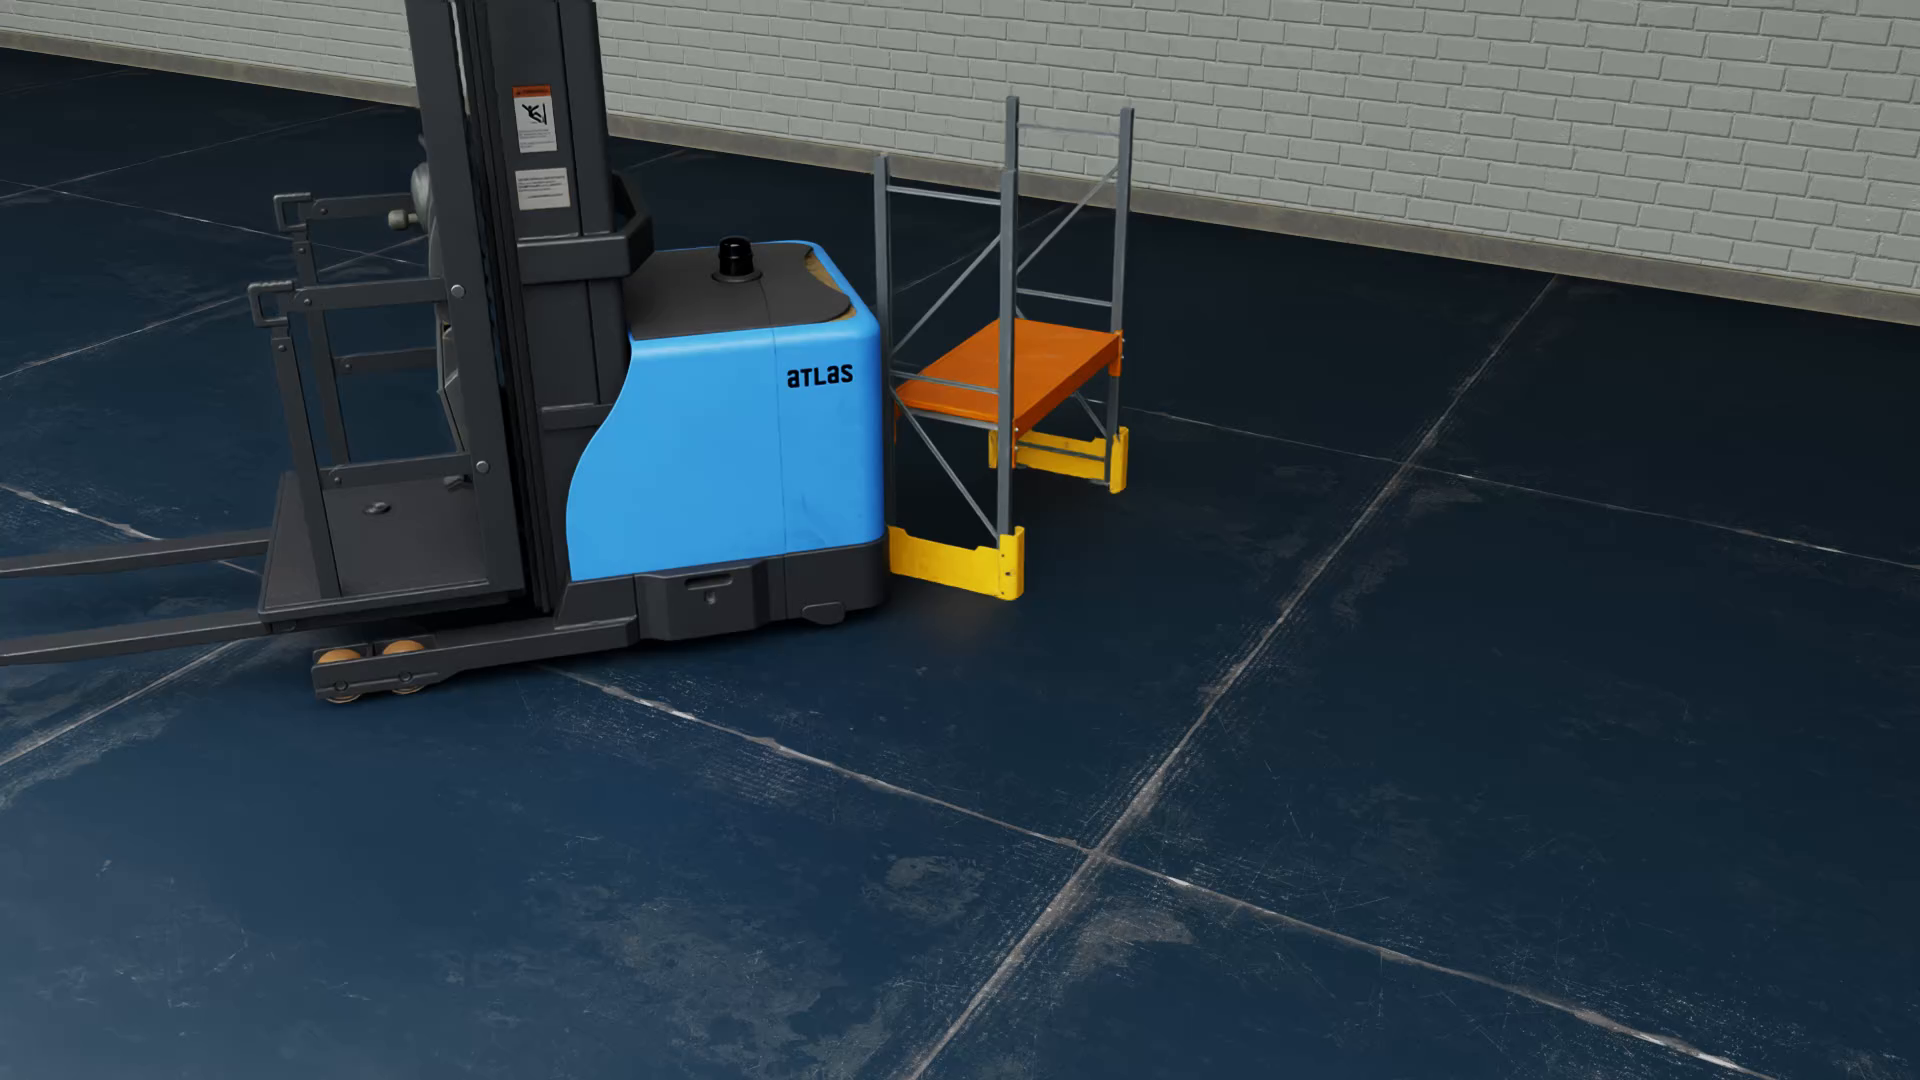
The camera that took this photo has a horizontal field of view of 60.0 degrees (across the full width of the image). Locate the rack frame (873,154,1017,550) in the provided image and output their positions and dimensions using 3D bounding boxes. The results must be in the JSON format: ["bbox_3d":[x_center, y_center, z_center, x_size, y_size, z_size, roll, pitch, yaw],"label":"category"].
[{"bbox_3d":[-0.051,-0.531,5.635,0.500,1.500,0.032,13,29,23],"label":"rack frame"}]

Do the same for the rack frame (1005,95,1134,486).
[{"bbox_3d":[0.401,-0.939,6.450,0.500,1.500,0.032,13,29,23],"label":"rack frame"}]

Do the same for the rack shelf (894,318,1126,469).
[{"bbox_3d":[0.175,-0.574,6.123,0.538,0.185,1.000,13,29,23],"label":"rack shelf"}]

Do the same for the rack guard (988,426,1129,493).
[{"bbox_3d":[0.392,-0.372,6.714,0.587,0.250,0.087,13,29,23],"label":"rack guard"}]

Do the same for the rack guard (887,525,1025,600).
[{"bbox_3d":[-0.050,0.027,5.916,0.587,0.250,0.087,13,29,23],"label":"rack guard"}]

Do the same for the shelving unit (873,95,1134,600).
[{"bbox_3d":[0.171,-0.731,6.035,0.587,1.500,1.083,13,29,23],"label":"shelving unit"}]

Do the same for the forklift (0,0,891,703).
[{"bbox_3d":[-1.814,-1.062,5.097,3.031,2.935,1.130,-8,28,-15],"label":"forklift"}]
